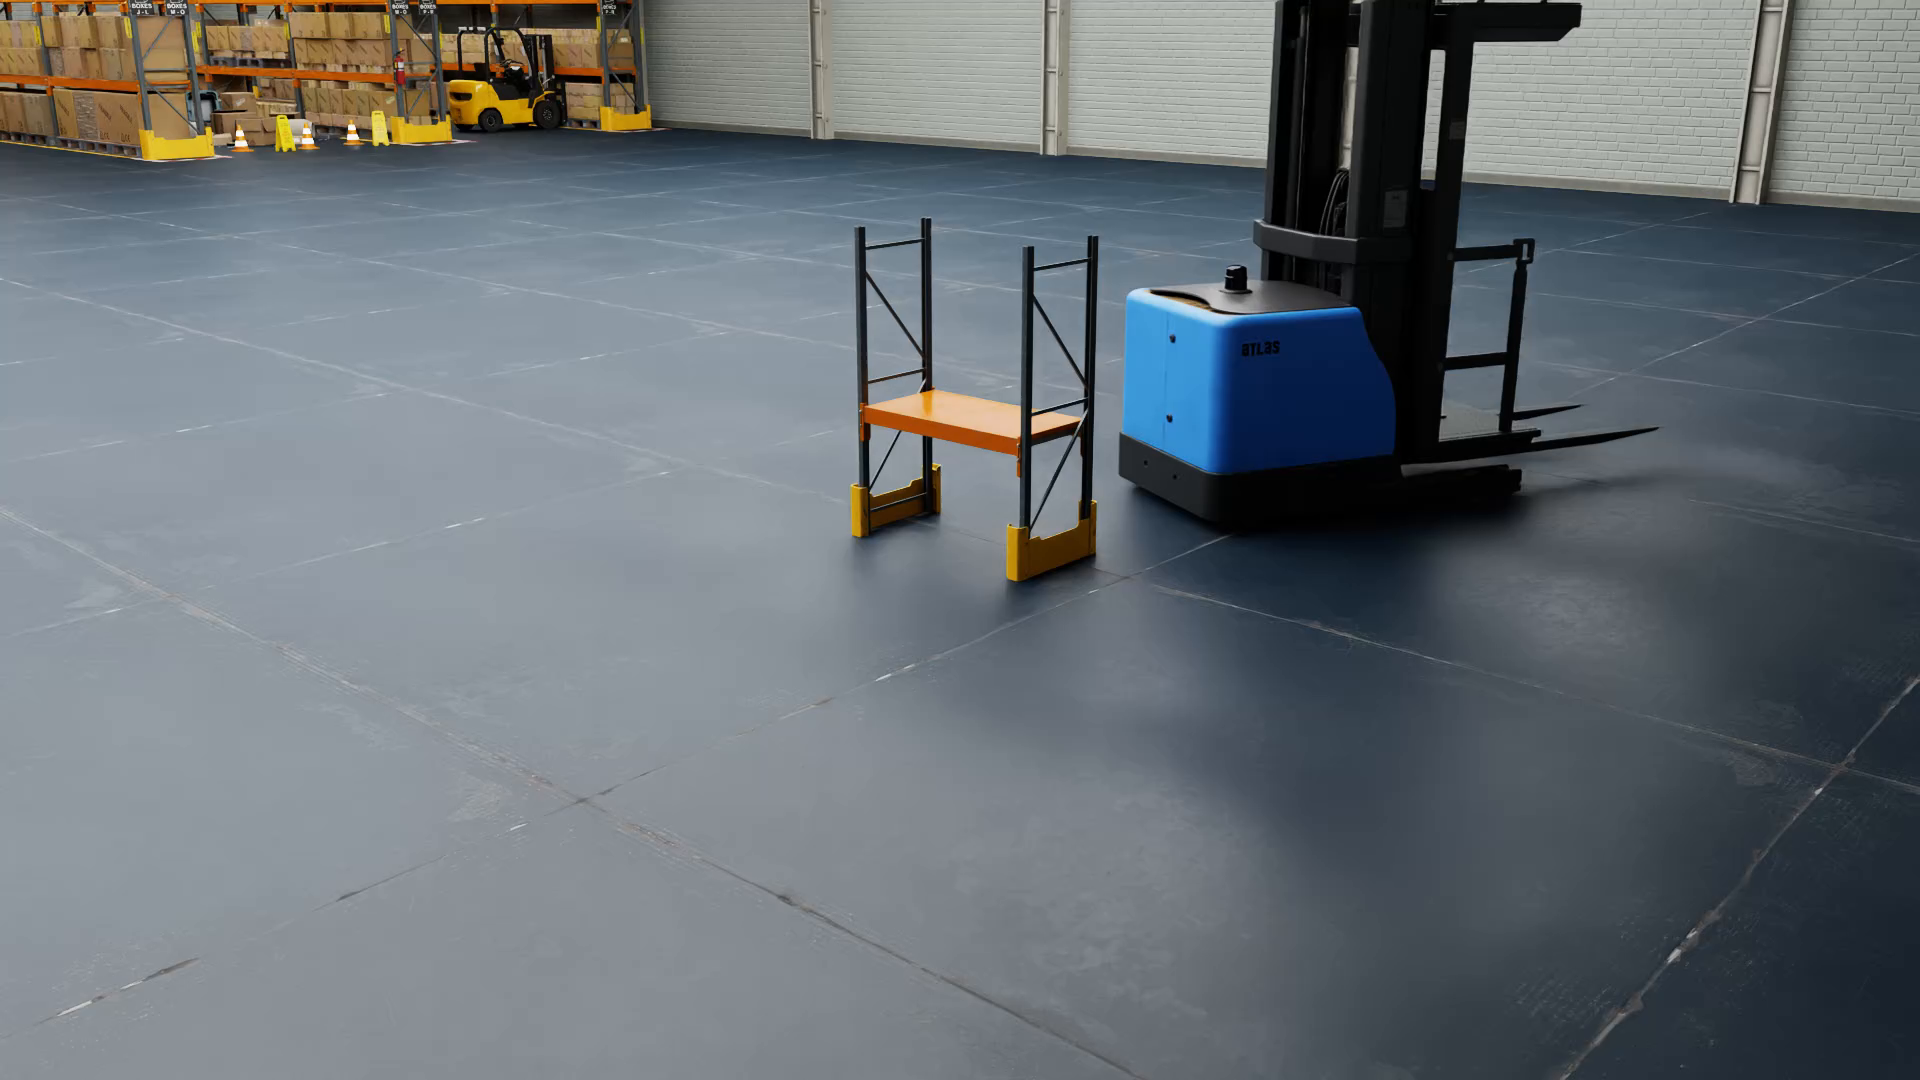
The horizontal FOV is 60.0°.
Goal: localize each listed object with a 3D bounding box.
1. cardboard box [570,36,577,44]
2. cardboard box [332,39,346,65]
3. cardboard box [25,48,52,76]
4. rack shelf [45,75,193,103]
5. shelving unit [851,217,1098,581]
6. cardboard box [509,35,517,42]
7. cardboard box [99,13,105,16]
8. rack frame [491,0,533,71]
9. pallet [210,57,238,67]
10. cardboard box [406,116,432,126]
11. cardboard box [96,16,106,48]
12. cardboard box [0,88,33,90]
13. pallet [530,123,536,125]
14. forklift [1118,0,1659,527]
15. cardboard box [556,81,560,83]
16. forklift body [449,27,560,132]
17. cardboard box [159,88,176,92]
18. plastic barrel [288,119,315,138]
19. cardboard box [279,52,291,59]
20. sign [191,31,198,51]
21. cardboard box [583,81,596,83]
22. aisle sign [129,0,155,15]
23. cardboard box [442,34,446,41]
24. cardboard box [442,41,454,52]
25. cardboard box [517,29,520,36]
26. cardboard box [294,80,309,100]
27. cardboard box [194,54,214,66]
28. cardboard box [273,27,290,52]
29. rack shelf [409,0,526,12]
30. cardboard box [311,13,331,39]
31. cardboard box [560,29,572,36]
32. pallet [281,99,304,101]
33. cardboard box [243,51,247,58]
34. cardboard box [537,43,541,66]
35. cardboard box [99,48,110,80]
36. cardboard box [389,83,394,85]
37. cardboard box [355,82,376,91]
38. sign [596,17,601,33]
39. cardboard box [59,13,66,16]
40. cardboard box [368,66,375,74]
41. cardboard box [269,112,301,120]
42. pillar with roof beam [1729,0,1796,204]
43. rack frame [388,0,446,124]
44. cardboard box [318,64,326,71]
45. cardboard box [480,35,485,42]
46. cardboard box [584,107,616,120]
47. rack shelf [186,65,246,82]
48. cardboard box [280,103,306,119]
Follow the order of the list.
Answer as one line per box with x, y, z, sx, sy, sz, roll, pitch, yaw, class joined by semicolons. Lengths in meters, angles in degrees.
-8.344;-11.006;36.594;0.250;0.149;0.380;15;23;39;cardboard box
-12.347;-9.901;33.694;0.500;0.500;0.500;15;23;40;cardboard box
-17.418;-9.111;31.696;0.500;0.500;0.500;15;23;39;cardboard box
-15.355;-8.274;30.415;4.000;0.370;1.077;15;23;39;rack shelf
0.057;-0.700;7.837;1.083;1.500;0.587;15;23;39;shelving unit
-10.090;-11.465;38.040;0.250;0.149;0.380;16;23;41;cardboard box
-20.783;-12.807;40.618;0.250;0.149;0.380;15;23;39;cardboard box
-10.348;-11.283;38.705;0.127;3.000;1.000;15;23;39;rack frame
-16.028;-10.752;37.349;1.003;0.211;1.213;15;23;39;pallet
-11.068;-8.470;33.693;0.500;0.250;0.500;15;23;39;cardboard box
-14.912;-9.118;29.850;0.550;0.550;0.875;15;23;39;cardboard box
-19.446;-8.807;33.929;0.750;0.750;1.050;15;23;39;cardboard box
-9.781;-9.785;38.594;1.213;0.211;1.003;15;23;39;pallet
2.422;-1.733;8.726;3.031;2.935;1.130;-7;19;-22;forklift
-9.052;-10.172;37.402;0.500;0.250;0.500;14;23;38;cardboard box
-9.986;-10.043;36.202;1.214;2.155;2.313;15;23;39;forklift body
-18.426;-10.667;39.582;0.875;0.875;0.875;16;24;41;cardboard box
-13.198;-8.200;33.251;0.512;0.421;0.421;-3;18;-8;plastic barrel
-14.208;-10.280;35.267;0.250;0.149;0.380;15;23;40;cardboard box
-13.486;-8.791;29.290;0.005;0.325;0.100;15;23;39;sign
-8.334;-10.188;37.452;0.500;0.250;0.500;15;23;39;cardboard box
-14.005;-9.373;28.389;0.004;0.787;0.394;15;23;39;aisle sign
-12.325;-12.056;39.902;0.250;0.149;0.380;16;23;40;cardboard box
-12.018;-11.802;39.761;0.500;0.250;0.500;15;23;40;cardboard box
-9.855;-11.569;37.878;0.250;0.149;0.380;14;23;38;cardboard box
-17.539;-12.168;44.932;0.500;0.500;0.700;14;22;37;cardboard box
-17.183;-10.934;37.852;0.500;0.250;0.500;14;22;37;cardboard box
-14.138;-10.590;35.169;0.500;0.500;0.500;15;23;38;cardboard box
-11.844;-12.771;39.626;4.000;0.370;1.077;15;23;39;rack shelf
-12.730;-10.473;33.844;0.500;0.500;0.700;14;23;38;cardboard box
-8.589;-11.186;36.669;0.250;0.149;0.380;16;23;41;cardboard box
-17.762;-11.943;45.395;1.213;0.211;1.003;15;23;39;pallet
-15.488;-10.667;36.486;0.250;0.149;0.380;16;24;41;cardboard box
-9.410;-10.980;37.586;0.500;0.500;0.500;15;23;39;cardboard box
-14.928;-8.598;29.997;0.550;0.550;0.875;15;23;39;cardboard box
-14.102;-11.494;41.735;0.250;0.149;0.380;14;22;36;cardboard box
-11.926;-9.124;33.441;0.250;0.149;0.380;16;23;40;cardboard box
-7.727;-11.025;35.585;0.005;0.325;0.100;15;23;39;sign
-22.534;-13.268;42.070;0.250;0.149;0.380;16;23;40;cardboard box
-11.511;-9.345;33.014;0.250;0.149;0.380;15;23;38;cardboard box
-13.742;-8.446;33.894;0.500;0.500;0.500;-3;18;-8;cardboard box
7.814;-7.890;18.097;0.400;9.000;9.100;15;23;39;pillar with roof beam
-10.649;-9.356;32.633;0.127;3.000;1.000;15;23;39;rack frame
-13.014;-9.761;34.324;0.250;0.149;0.380;16;24;41;cardboard box
-10.956;-11.706;38.800;0.250;0.149;0.380;15;23;38;cardboard box
-7.918;-9.392;36.599;0.500;0.250;0.500;15;23;40;cardboard box
-18.128;-11.021;39.069;4.000;0.370;1.077;15;23;39;rack shelf
-14.034;-9.212;35.828;0.625;0.372;0.950;15;23;40;cardboard box
